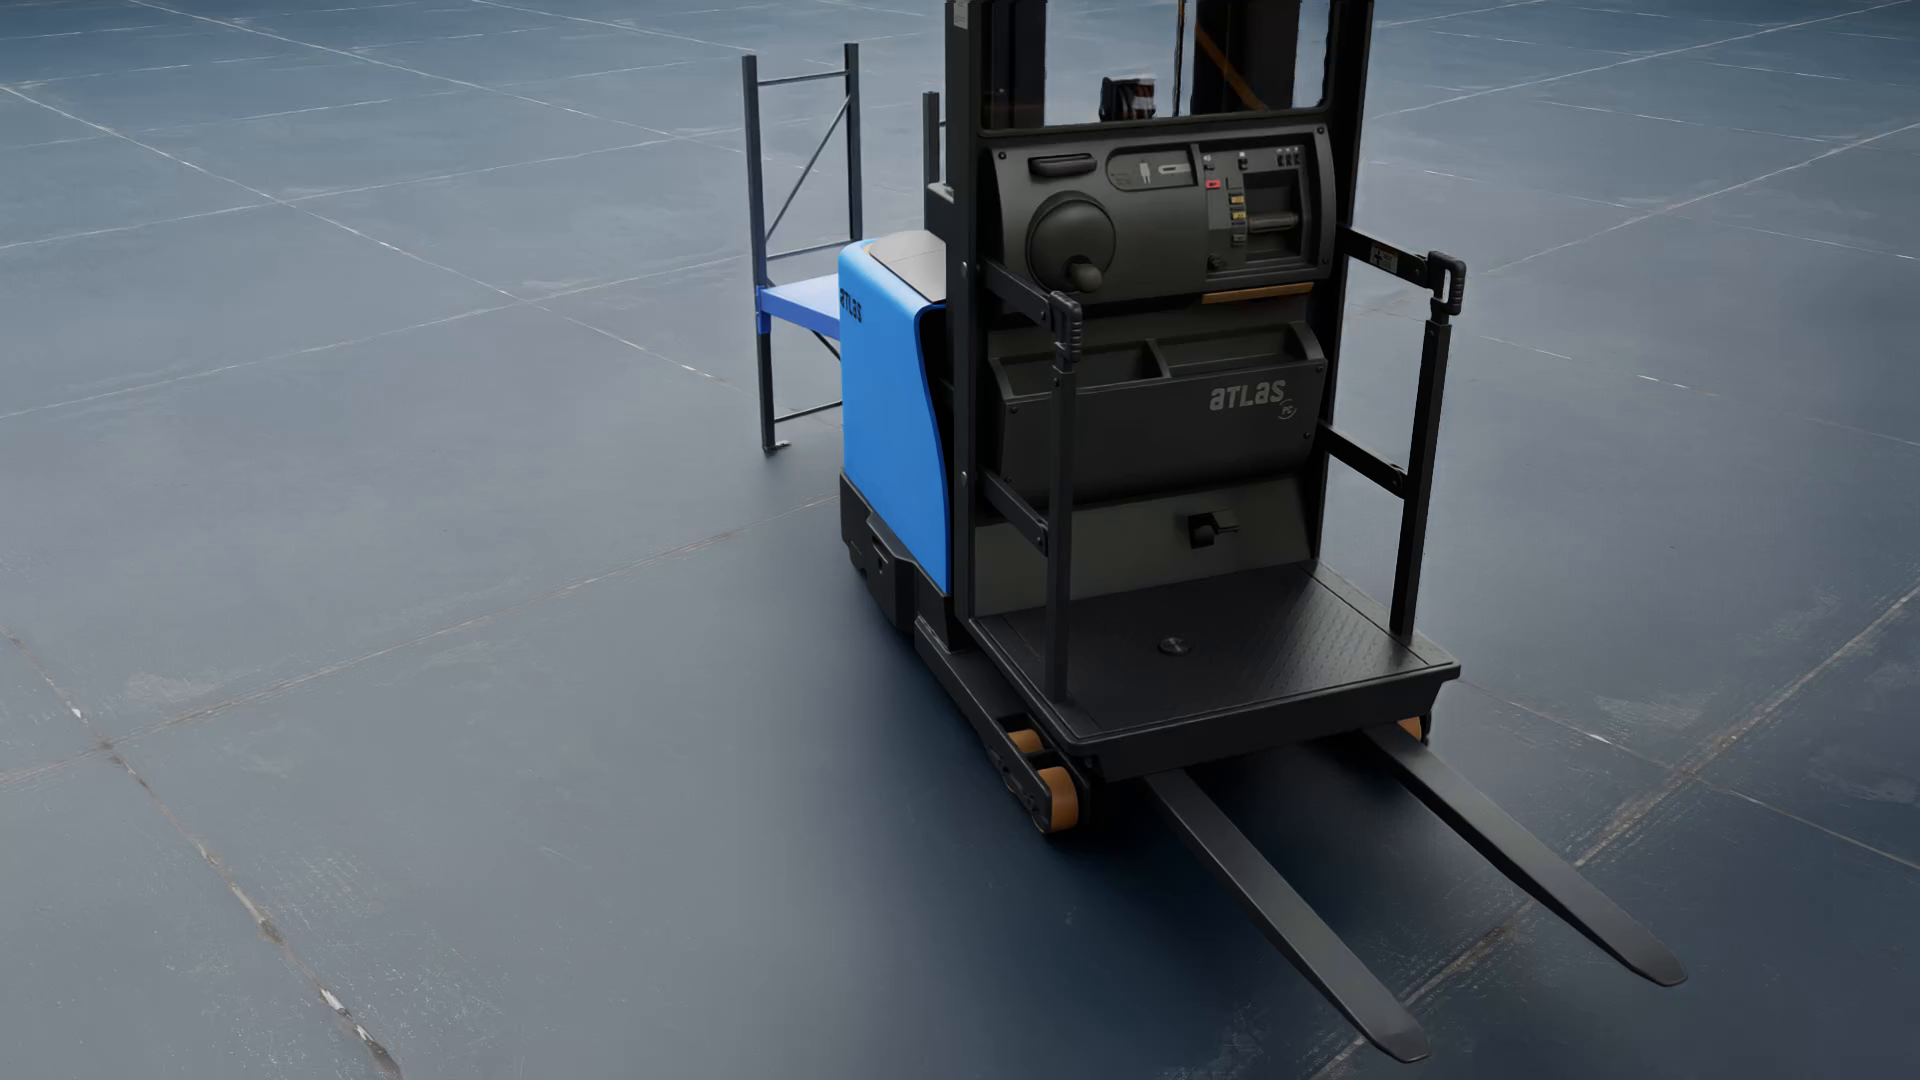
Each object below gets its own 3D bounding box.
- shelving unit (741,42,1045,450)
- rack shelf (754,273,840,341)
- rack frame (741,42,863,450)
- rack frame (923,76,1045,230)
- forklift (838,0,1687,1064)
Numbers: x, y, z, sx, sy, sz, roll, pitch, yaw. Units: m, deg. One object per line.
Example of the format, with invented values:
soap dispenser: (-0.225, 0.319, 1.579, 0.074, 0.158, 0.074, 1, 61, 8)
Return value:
shelving unit: (-0.248, -0.945, 6.015, 0.538, 1.500, 1.048, -20, 31, -36)
rack shelf: (-0.248, -0.782, 6.090, 0.538, 0.185, 1.000, -20, 31, -36)
rack frame: (-0.579, -1.106, 6.367, 0.500, 1.500, 0.032, -20, 31, -36)
rack frame: (0.083, -0.785, 5.664, 0.500, 1.500, 0.032, -20, 31, -36)
forklift: (0.599, -0.797, 3.966, 1.130, 2.935, 3.031, -9, 26, -19)
